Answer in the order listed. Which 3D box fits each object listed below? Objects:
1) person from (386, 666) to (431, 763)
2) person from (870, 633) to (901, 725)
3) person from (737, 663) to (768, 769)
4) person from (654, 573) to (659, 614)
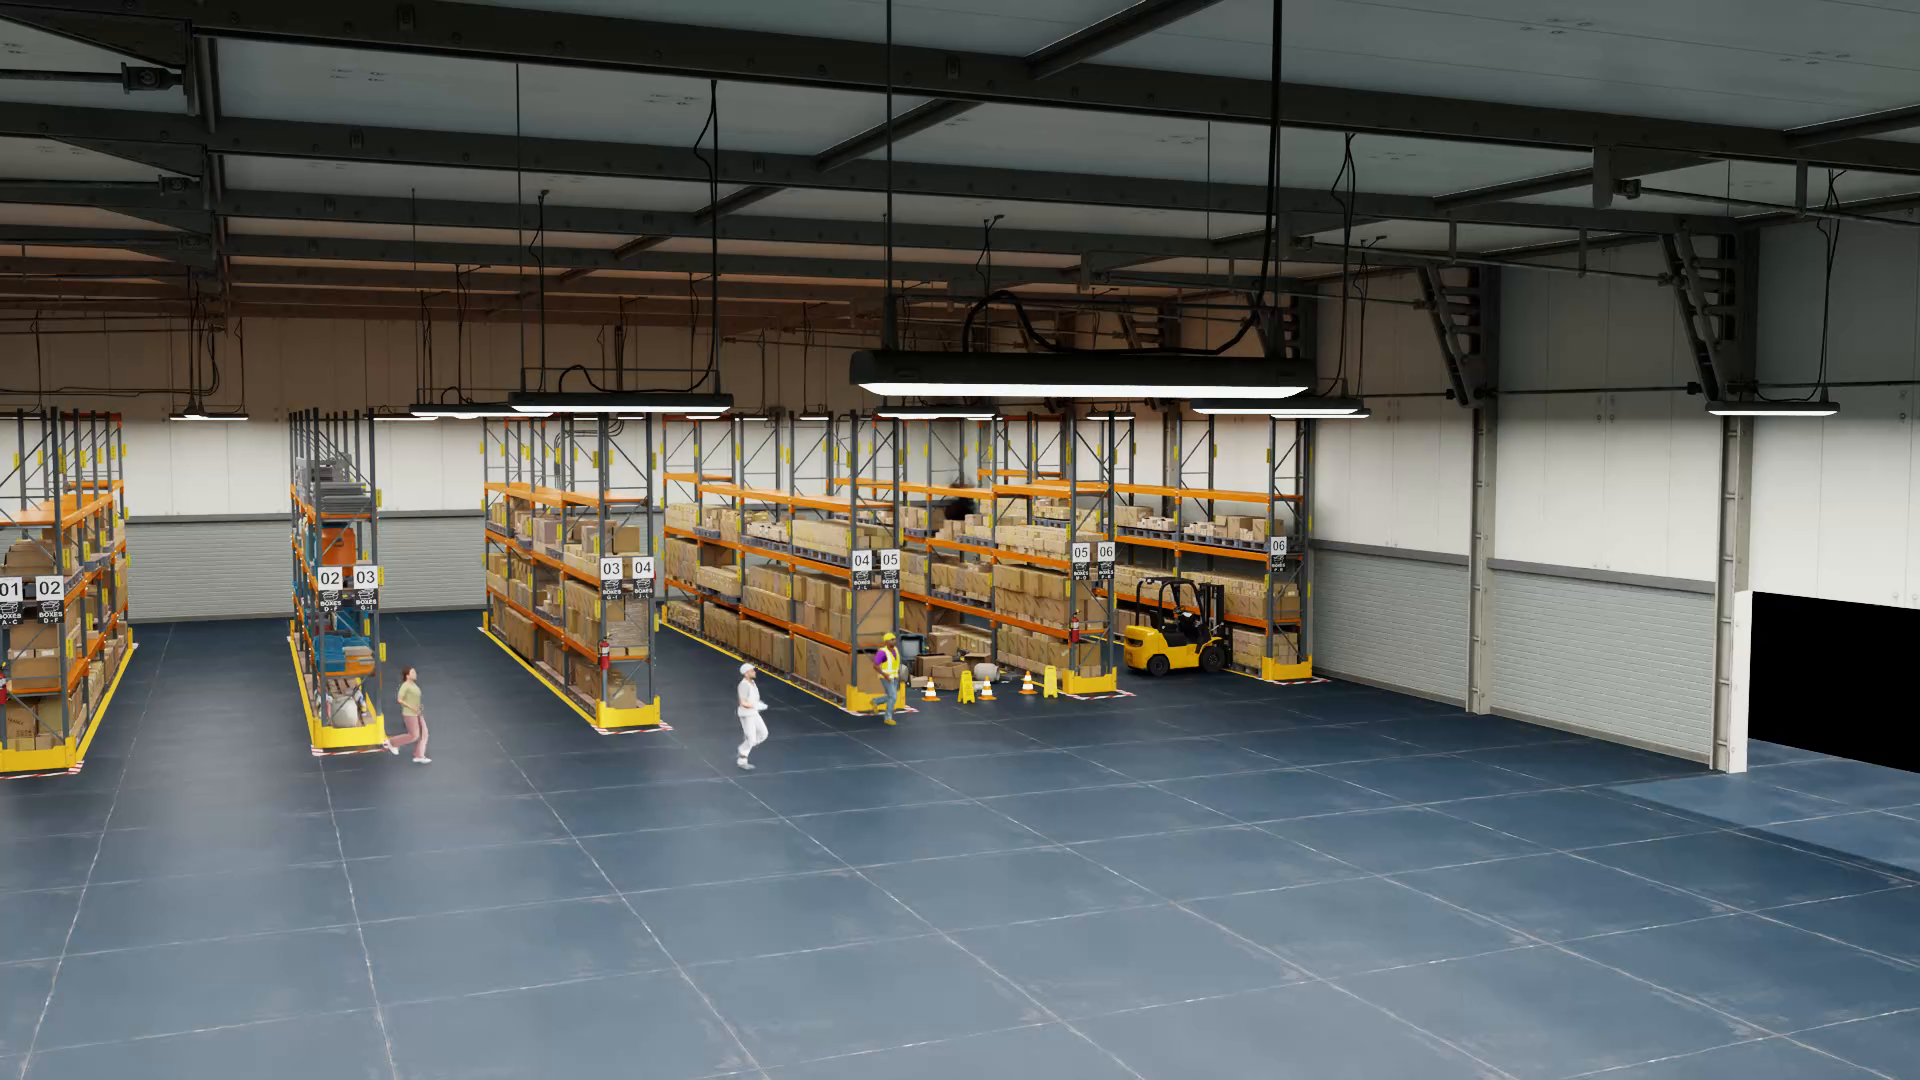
[{"bbox_3d":[-9.303,2.945,28.069,0.740,1.639,0.591,0,4,5],"label":"person"},{"bbox_3d":[-1.437,2.632,31.827,0.676,1.747,0.715,3,5,33],"label":"person"},{"bbox_3d":[-3.445,2.912,27.540,0.604,1.753,0.681,1,4,12],"label":"person"},{"bbox_3d":[-9.078,1.485,48.481,0.661,1.751,0.807,4,5,43],"label":"person"}]
